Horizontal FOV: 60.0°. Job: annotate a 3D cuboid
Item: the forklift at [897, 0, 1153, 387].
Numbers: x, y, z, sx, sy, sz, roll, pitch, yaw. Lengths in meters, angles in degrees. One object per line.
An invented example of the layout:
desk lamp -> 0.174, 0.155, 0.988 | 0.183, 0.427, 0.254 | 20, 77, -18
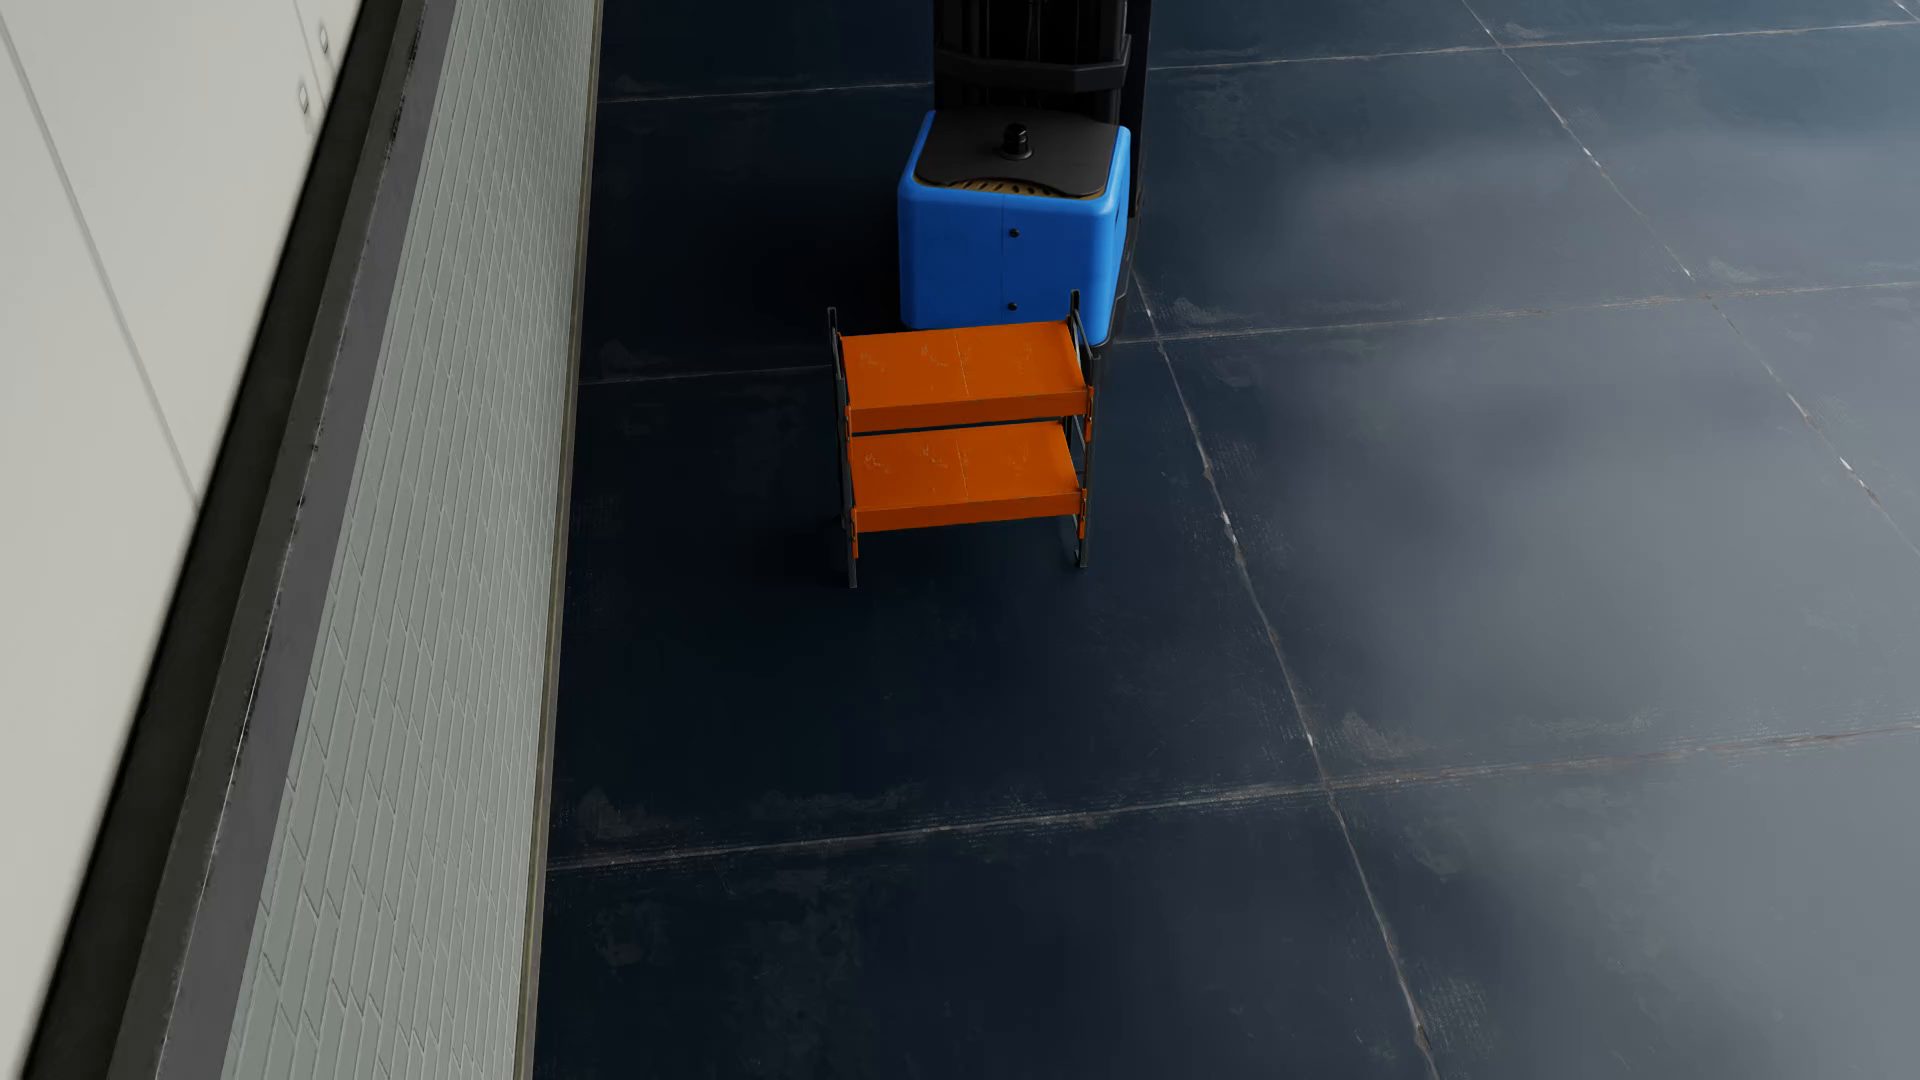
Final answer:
forklift -> 0.451, -2.835, 8.420 | 1.130, 2.935, 3.031 | 7, 42, 7

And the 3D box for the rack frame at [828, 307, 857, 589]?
rack frame -> -0.497, -0.374, 7.040 | 0.032, 1.125, 0.500 | -5, 42, -6

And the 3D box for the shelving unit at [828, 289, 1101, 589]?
shelving unit -> 0.007, -0.418, 7.089 | 1.048, 1.125, 0.538 | -5, 42, -6

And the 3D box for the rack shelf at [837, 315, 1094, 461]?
rack shelf -> 0.007, -0.636, 6.893 | 1.000, 0.278, 0.538 | -5, 42, -6

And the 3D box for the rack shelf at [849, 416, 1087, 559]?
rack shelf -> 0.007, -0.237, 7.253 | 1.000, 0.278, 0.538 | -5, 42, -6

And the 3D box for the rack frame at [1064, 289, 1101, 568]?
rack frame -> 0.511, -0.462, 7.138 | 0.032, 1.125, 0.500 | -5, 42, -6
